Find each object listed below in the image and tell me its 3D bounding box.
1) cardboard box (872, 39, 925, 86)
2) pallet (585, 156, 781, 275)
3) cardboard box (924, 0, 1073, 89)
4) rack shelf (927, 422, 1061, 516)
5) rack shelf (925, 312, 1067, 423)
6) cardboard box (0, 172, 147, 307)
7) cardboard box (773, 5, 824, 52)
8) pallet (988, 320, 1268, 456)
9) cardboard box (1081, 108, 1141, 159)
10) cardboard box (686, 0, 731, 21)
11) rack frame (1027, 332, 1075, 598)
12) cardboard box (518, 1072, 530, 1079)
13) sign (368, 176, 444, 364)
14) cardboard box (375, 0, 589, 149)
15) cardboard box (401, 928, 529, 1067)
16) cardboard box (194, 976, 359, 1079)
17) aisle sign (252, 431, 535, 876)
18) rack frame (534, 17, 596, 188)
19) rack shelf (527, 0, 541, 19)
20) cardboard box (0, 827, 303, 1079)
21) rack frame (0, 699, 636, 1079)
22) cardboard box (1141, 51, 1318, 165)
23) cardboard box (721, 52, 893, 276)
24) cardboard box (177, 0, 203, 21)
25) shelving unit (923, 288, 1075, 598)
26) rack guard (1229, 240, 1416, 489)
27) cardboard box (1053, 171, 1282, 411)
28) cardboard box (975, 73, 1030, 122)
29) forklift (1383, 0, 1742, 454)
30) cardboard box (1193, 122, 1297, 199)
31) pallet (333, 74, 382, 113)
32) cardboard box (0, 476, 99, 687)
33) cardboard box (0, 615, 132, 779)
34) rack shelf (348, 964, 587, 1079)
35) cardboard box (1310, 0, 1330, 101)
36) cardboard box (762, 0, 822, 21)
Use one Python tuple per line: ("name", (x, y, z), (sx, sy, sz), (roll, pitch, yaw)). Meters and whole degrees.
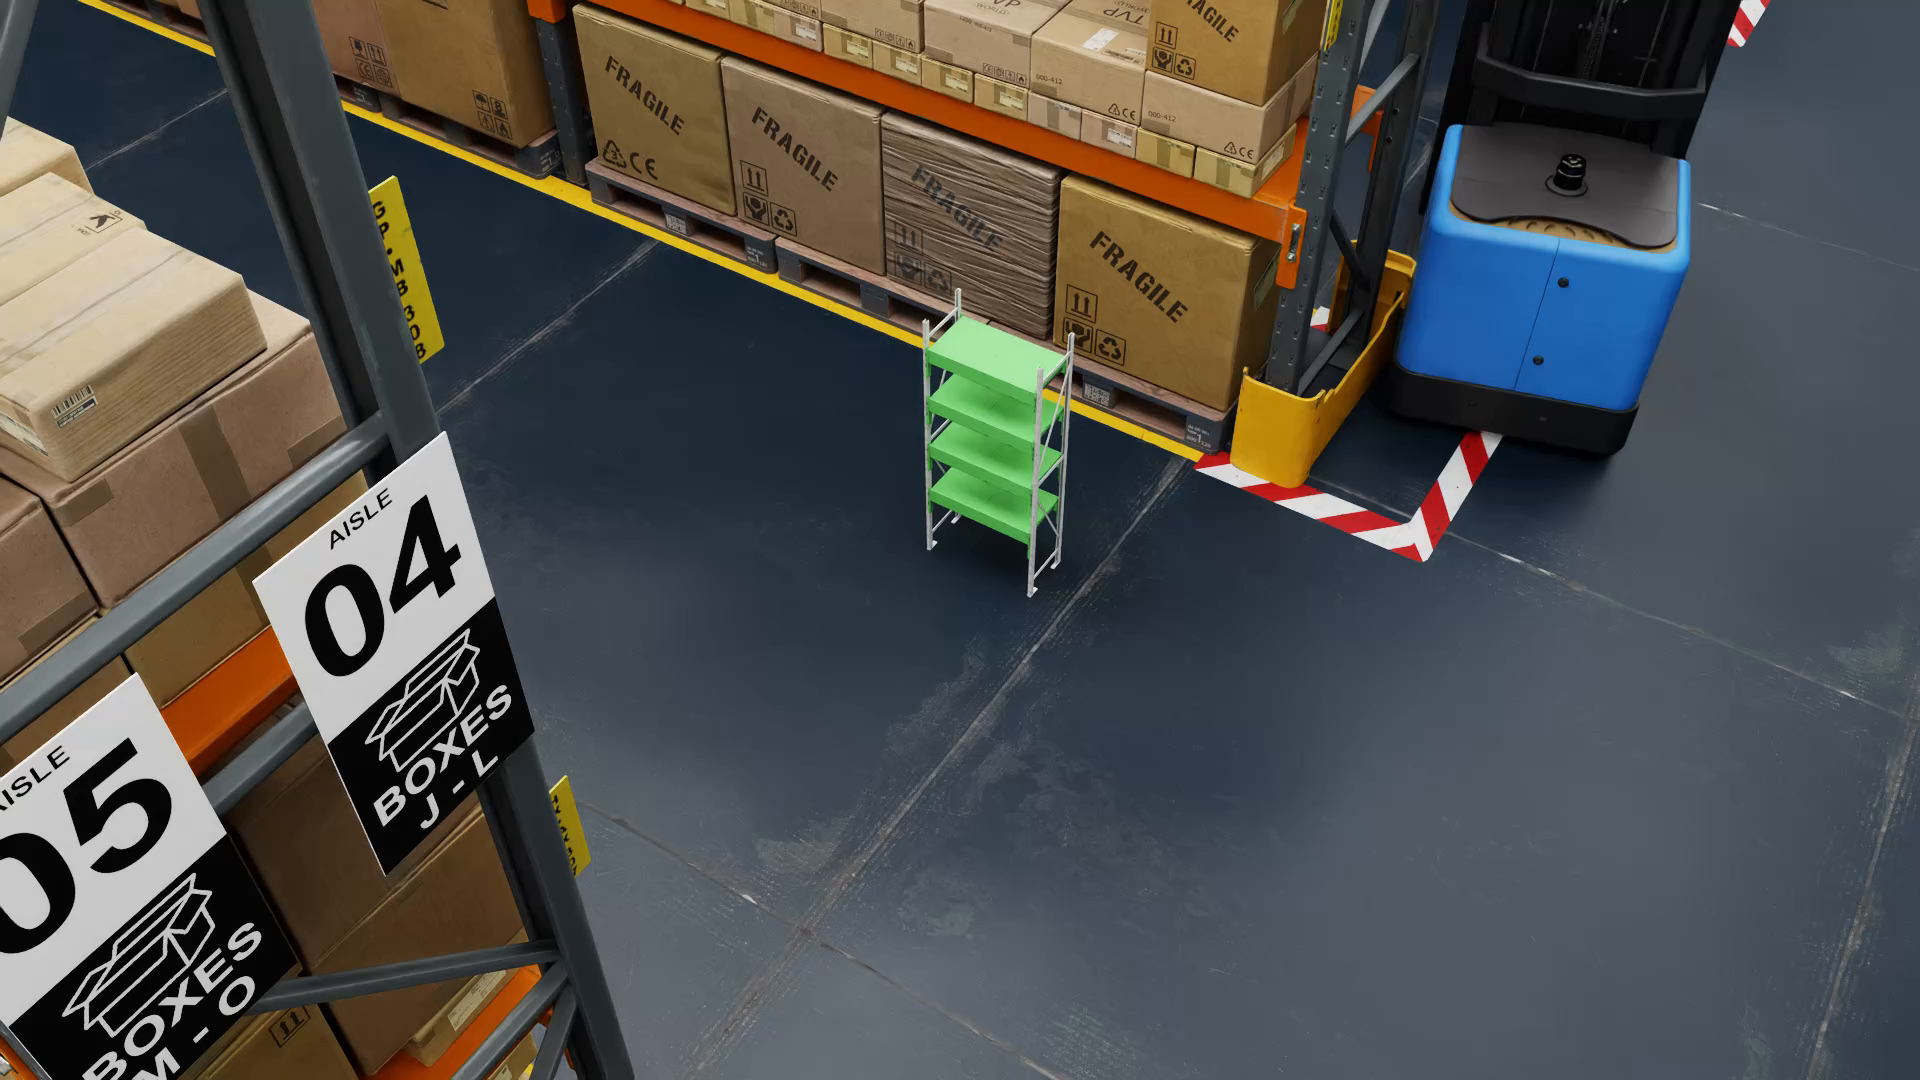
("cardboard box", (-0.164, -2.122, 7.118), (0.250, 0.149, 0.380), (26, 51, 23))
("pallet", (-1.169, -1.914, 8.684), (1.213, 0.211, 1.003), (25, 51, 22))
("cardboard box", (0.194, -2.151, 6.868), (0.500, 0.250, 0.500), (23, 50, 21))
("rack shelf", (0.139, -0.310, 6.525), (0.480, 0.148, 0.258), (25, 51, 22))
("rack shelf", (0.139, -0.644, 6.181), (0.480, 0.148, 0.258), (25, 51, 22))
("cardboard box", (-1.517, -0.402, 2.657), (0.250, 0.149, 0.380), (27, 51, 24))
("cardboard box", (-0.606, -2.323, 7.313), (0.250, 0.149, 0.380), (25, 51, 23))
("pallet", (0.885, -0.969, 7.766), (1.213, 0.211, 1.003), (25, 51, 22))
("cardboard box", (0.691, -1.728, 6.735), (0.250, 0.149, 0.380), (25, 51, 22))
("cardboard box", (-1.032, -2.520, 7.504), (0.250, 0.149, 0.380), (23, 50, 21))
("rack frame", (0.345, -0.260, 6.387), (0.015, 1.200, 0.240), (25, 51, 22))
("cardboard box", (-1.431, 1.728, 4.896), (0.250, 0.149, 0.380), (26, 51, 23))
("sign", (-0.870, -0.401, 2.569), (0.005, 0.325, 0.100), (25, 51, 22))
("cardboard box", (-2.316, -2.869, 8.857), (0.875, 0.875, 1.225), (25, 51, 22))
("cardboard box", (-1.258, 1.041, 4.044), (0.250, 0.149, 0.380), (24, 51, 22))
("cardboard box", (-1.680, 1.119, 3.515), (0.500, 0.500, 0.500), (26, 51, 23))
("aisle sign", (-0.939, 0.218, 2.856), (0.004, 0.787, 0.394), (25, 51, 22))
("rack frame", (-1.767, -3.227, 8.016), (0.127, 3.000, 1.000), (25, 51, 22))
("rack shelf", (-3.450, -3.751, 9.027), (4.000, 0.370, 1.077), (25, 51, 22))
("cardboard box", (-1.682, 0.763, 3.165), (0.500, 0.500, 0.500), (24, 50, 21))
("rack frame", (-1.162, 1.277, 3.640), (0.127, 3.000, 1.000), (25, 51, 22))
("cardboard box", (1.049, -1.757, 6.485), (0.500, 0.250, 0.500), (24, 50, 22))
("cardboard box", (-0.497, -1.981, 7.994), (0.875, 0.875, 0.875), (25, 51, 22))
("cardboard box", (-3.818, -3.552, 9.521), (0.875, 0.875, 1.225), (25, 51, 22))
("shelving unit", (0.139, -0.354, 6.479), (0.503, 1.200, 0.258), (25, 51, 22))
("rack guard", (1.621, -0.798, 7.399), (0.348, 0.500, 1.175), (25, 51, 22))
("cardboard box", (1.019, -1.284, 7.317), (0.875, 0.875, 0.875), (25, 51, 22))
("cardboard box", (0.262, -1.925, 6.926), (0.250, 0.149, 0.380), (24, 50, 21))
("forklift", (2.827, -2.475, 7.333), (1.130, 2.935, 3.031), (12, 47, 12))
("cardboard box", (1.123, -1.530, 6.542), (0.250, 0.149, 0.380), (26, 51, 23))
("pallet", (-3.488, -2.980, 9.721), (1.213, 0.211, 1.003), (25, 51, 22))
("cardboard box", (-1.687, 0.085, 2.463), (0.500, 0.250, 0.500), (23, 50, 21))
("cardboard box", (-1.688, 0.267, 2.634), (0.500, 0.250, 0.500), (24, 50, 21))
("rack shelf", (-2.846, 0.753, 4.650), (4.000, 0.370, 1.077), (25, 51, 22))
("cardboard box", (1.342, -2.079, 6.797), (0.500, 0.250, 0.500), (23, 50, 21))
("cardboard box", (-0.657, -2.546, 7.251), (0.500, 0.250, 0.500), (26, 51, 23))
